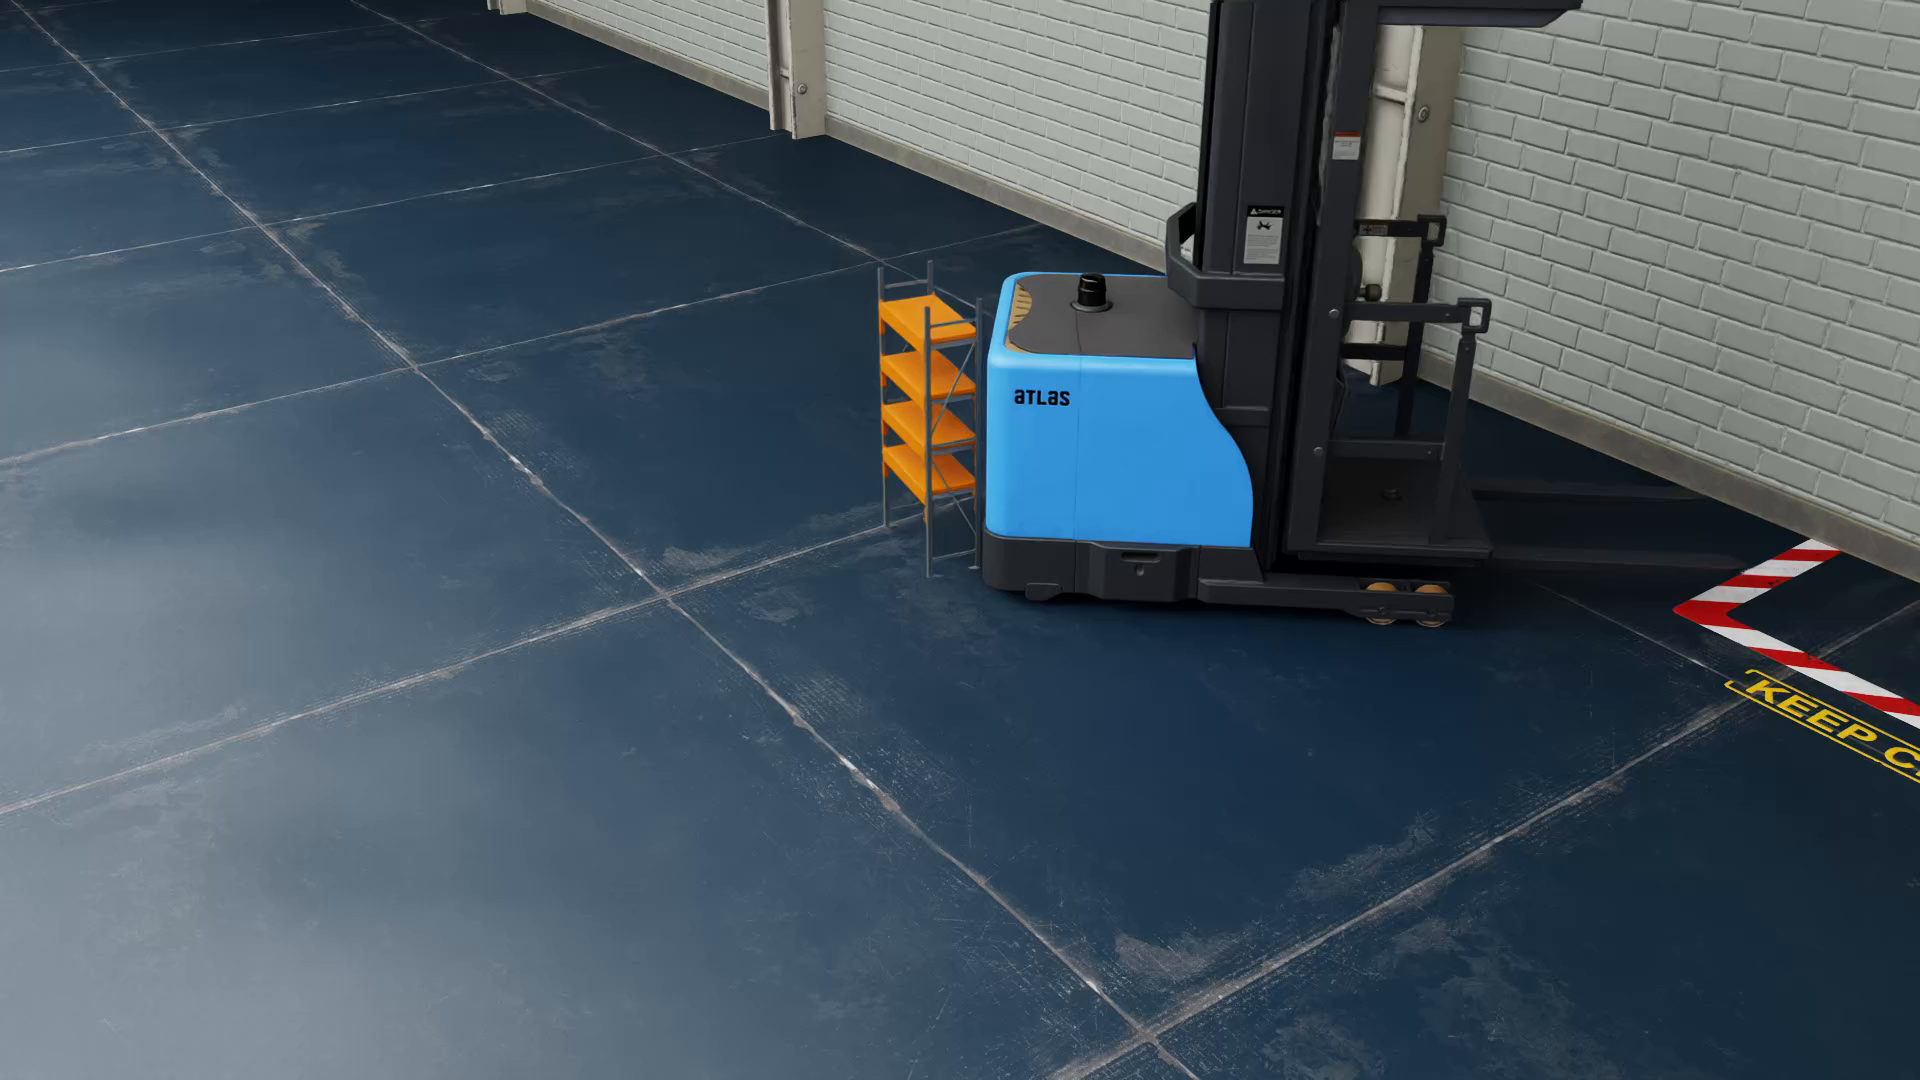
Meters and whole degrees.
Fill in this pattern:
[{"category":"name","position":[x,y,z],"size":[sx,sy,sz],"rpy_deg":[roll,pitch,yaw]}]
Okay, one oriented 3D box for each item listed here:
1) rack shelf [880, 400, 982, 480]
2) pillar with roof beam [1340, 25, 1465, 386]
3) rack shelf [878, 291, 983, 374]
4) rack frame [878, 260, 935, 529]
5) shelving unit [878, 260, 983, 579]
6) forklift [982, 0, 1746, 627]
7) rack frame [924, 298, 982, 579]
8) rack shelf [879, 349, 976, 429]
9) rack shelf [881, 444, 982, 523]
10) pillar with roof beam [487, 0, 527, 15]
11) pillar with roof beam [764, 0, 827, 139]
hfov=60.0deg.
[{"category":"rack shelf","position":[-0.125,-0.437,6.939],"size":[0.258,0.148,0.480],"rpy_deg":[-12,31,-21]},{"category":"pillar with roof beam","position":[-1.306,-3.689,4.613],"size":[9.100,9.000,0.400],"rpy_deg":[-19,34,-31]},{"category":"rack shelf","position":[-0.125,-0.842,6.719],"size":[0.258,0.148,0.480],"rpy_deg":[-12,31,-21]},{"category":"rack frame","position":[-0.223,-0.603,7.103],"size":[0.240,1.200,0.015],"rpy_deg":[-12,31,-21]},{"category":"shelving unit","position":[-0.125,-0.496,6.907],"size":[0.258,1.200,0.503],"rpy_deg":[-12,31,-21]},{"category":"forklift","position":[1.639,-1.208,6.403],"size":[3.031,2.935,1.130],"rpy_deg":[3,29,5]},{"category":"rack frame","position":[-0.026,-0.390,6.711],"size":[0.240,1.200,0.015],"rpy_deg":[-12,31,-21]},{"category":"rack shelf","position":[-0.125,-0.634,6.832],"size":[0.258,0.148,0.480],"rpy_deg":[-12,31,-21]},{"category":"rack shelf","position":[-0.125,-0.263,7.034],"size":[0.258,0.148,0.480],"rpy_deg":[-12,31,-21]},{"category":"pillar with roof beam","position":[-8.266,-8.354,13.203],"size":[9.100,9.000,0.400],"rpy_deg":[-19,34,-31]},{"category":"pillar with roof beam","position":[-4.786,-6.021,8.908],"size":[9.100,9.000,0.400],"rpy_deg":[-19,34,-31]}]
